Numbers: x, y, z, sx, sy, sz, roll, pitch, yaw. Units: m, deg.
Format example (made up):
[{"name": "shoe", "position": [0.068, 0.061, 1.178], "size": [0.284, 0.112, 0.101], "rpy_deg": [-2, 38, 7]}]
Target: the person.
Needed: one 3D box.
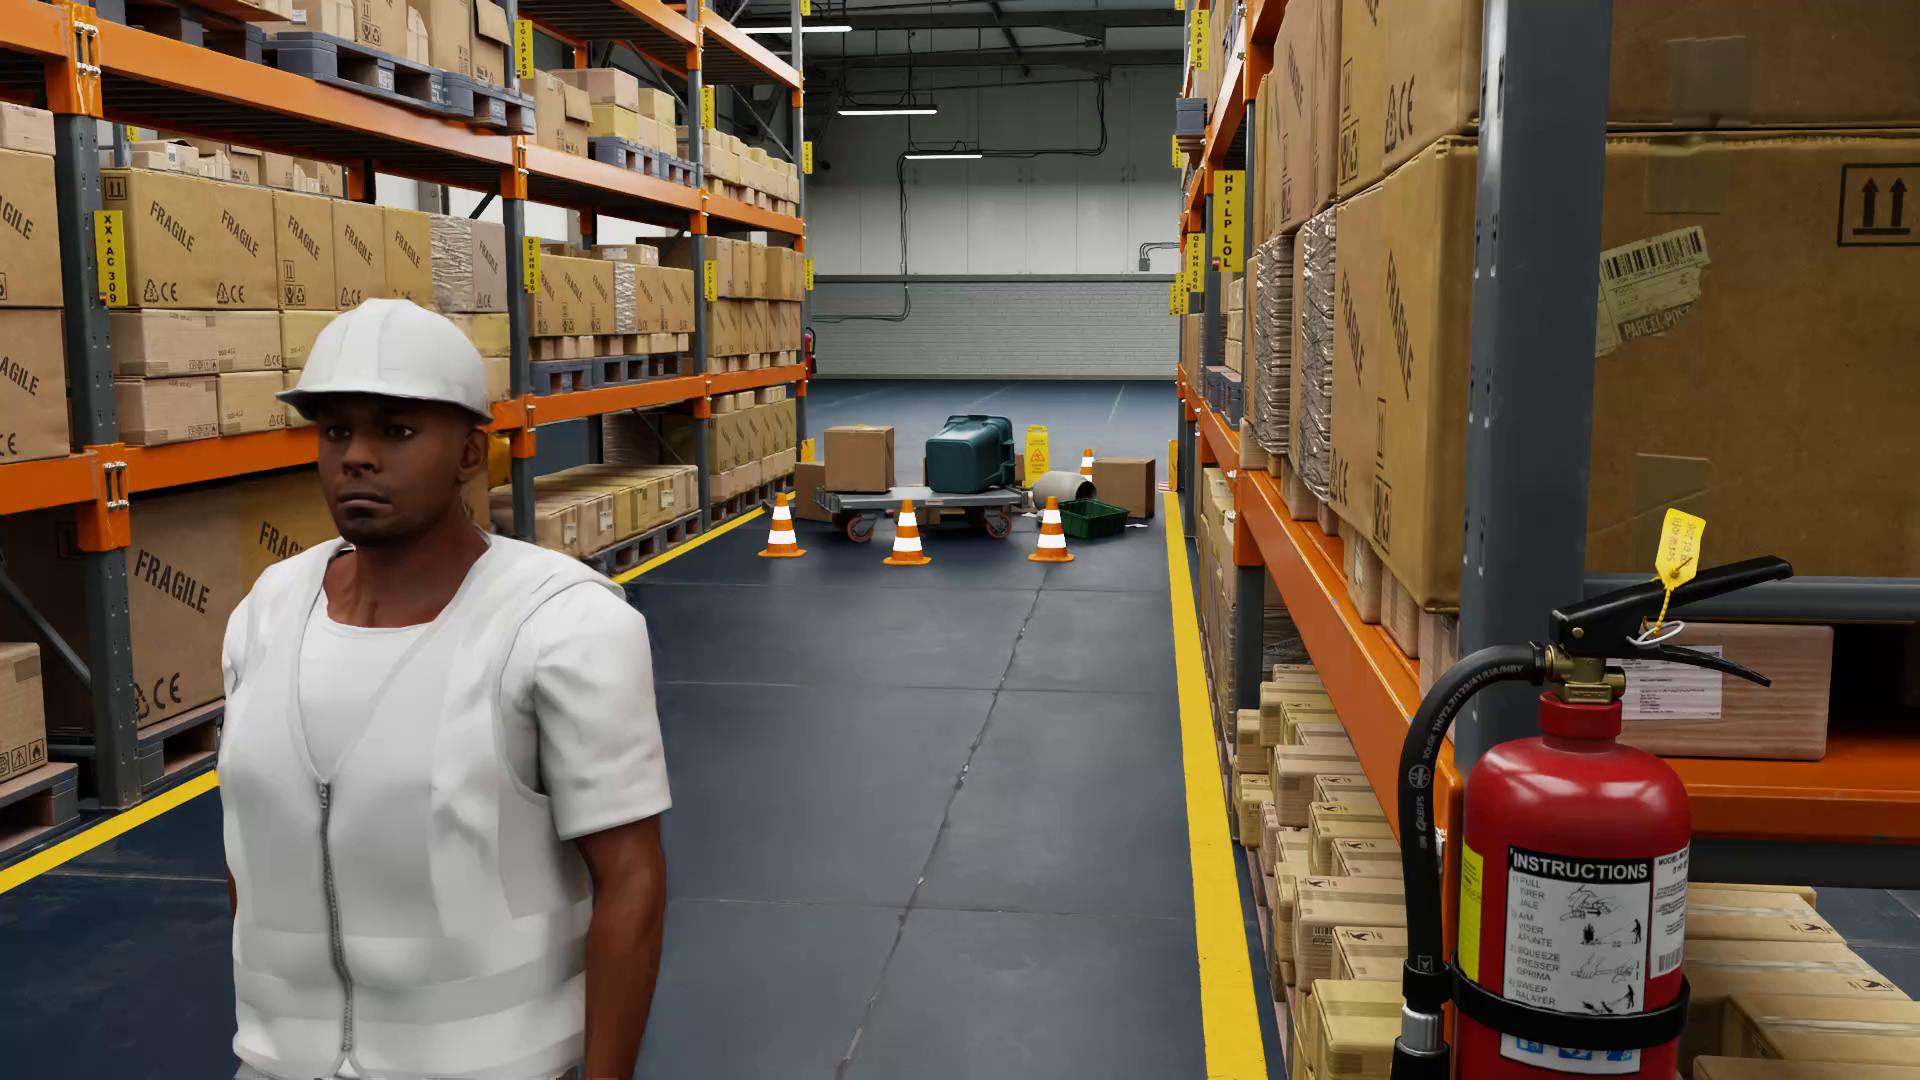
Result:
[{"name": "person", "position": [-0.636, 0.648, 1.923], "size": [0.623, 1.836, 0.564], "rpy_deg": [2, 8, 11]}]
